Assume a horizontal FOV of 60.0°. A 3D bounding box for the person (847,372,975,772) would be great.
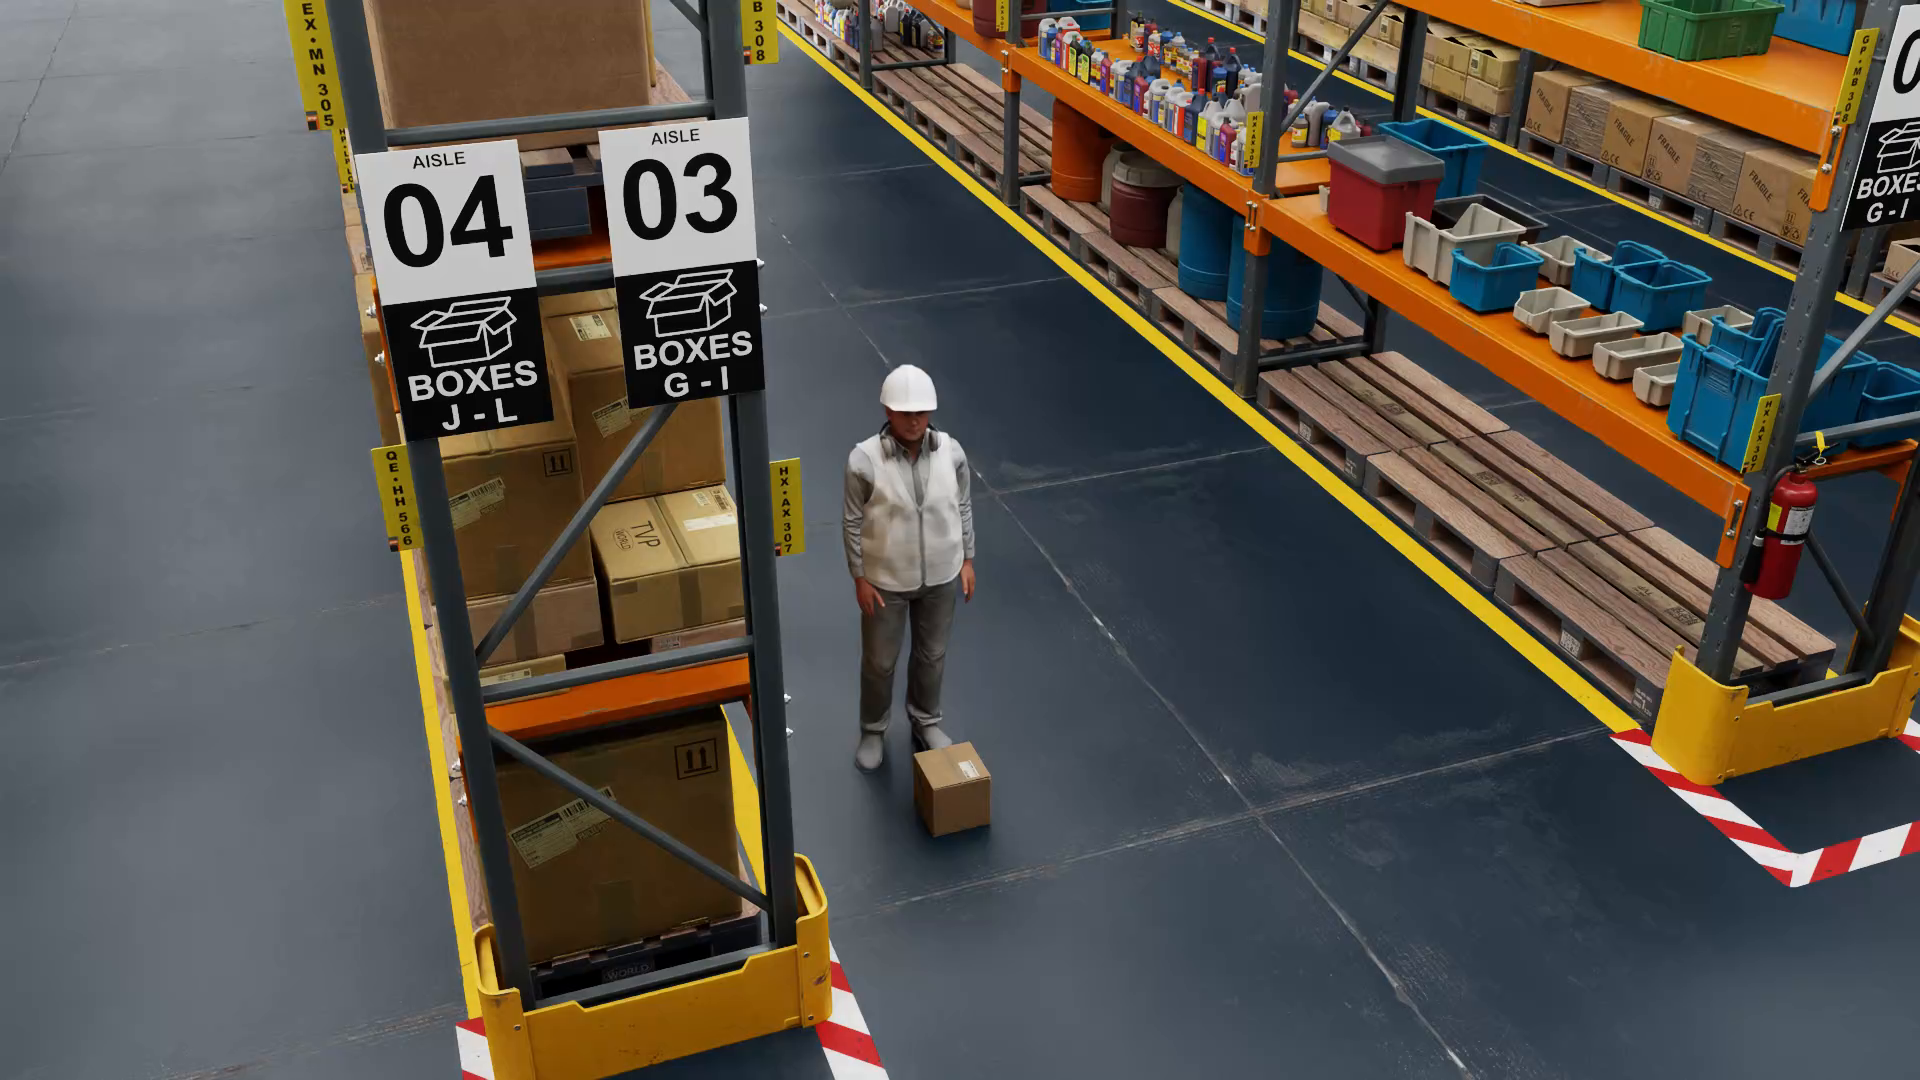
[{"bbox_3d":[-0.186,0.137,6.871,0.533,1.766,0.360,-10,31,-17],"label":"person"}]
